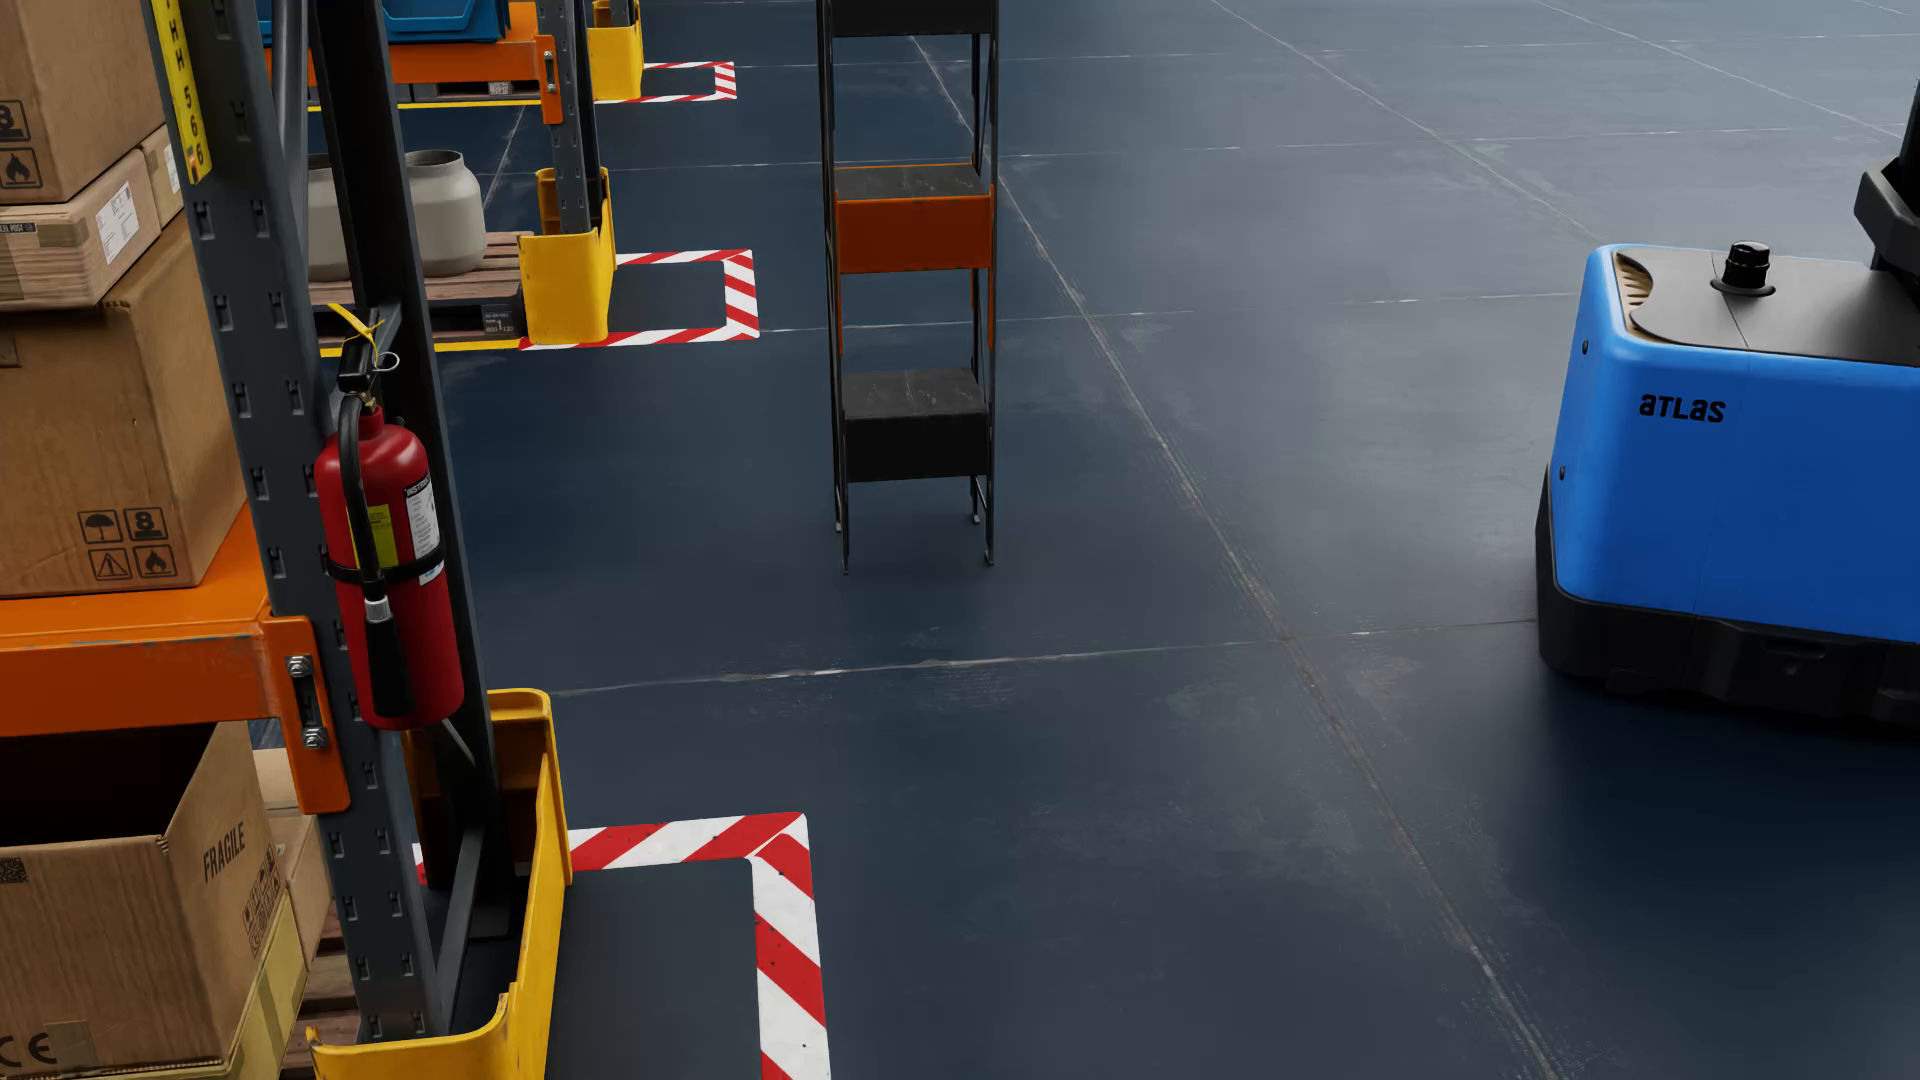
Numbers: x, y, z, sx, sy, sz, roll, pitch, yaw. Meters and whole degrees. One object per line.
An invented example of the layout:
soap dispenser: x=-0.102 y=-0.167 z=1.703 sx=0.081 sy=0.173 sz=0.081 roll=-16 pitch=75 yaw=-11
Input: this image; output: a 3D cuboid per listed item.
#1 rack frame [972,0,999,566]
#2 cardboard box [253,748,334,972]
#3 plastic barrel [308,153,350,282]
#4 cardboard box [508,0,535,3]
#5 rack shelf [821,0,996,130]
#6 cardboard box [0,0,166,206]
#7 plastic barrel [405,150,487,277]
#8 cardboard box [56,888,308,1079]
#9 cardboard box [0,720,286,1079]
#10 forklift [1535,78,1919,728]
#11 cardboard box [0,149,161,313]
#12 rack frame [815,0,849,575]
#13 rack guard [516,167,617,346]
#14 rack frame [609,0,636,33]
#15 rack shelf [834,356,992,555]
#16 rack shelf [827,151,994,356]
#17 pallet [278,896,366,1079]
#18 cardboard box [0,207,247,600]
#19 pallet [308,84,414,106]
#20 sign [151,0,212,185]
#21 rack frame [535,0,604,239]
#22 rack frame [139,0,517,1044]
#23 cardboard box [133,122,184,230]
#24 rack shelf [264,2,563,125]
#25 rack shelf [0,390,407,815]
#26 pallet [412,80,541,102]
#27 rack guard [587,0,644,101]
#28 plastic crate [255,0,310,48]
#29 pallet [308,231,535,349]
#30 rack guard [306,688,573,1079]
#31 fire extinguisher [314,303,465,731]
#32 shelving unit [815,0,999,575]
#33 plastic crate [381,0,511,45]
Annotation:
rack frame: x=0.078 y=-0.939 z=5.280 sx=0.015 sy=2.100 sz=0.400 roll=-4 pitch=27 yaw=-7
cardboard box: x=-1.650 y=0.707 z=3.639 sx=0.500 sy=0.250 sz=0.500 roll=-4 pitch=27 yaw=-7
plastic barrel: x=-2.912 y=-1.475 z=7.604 sx=0.421 sy=0.512 sz=0.421 roll=0 pitch=27 yaw=0
cardboard box: x=-3.086 y=-3.785 z=12.118 sx=0.500 sy=0.500 sz=0.500 roll=1 pitch=27 yaw=2
rack shelf: x=-0.164 y=-1.534 z=4.937 sx=0.480 sy=0.518 sz=0.431 roll=-4 pitch=27 yaw=-7
cardboard box: x=-1.605 y=-0.858 z=2.606 sx=0.500 sy=0.500 sz=0.700 roll=-4 pitch=27 yaw=-7
plastic barrel: x=-2.416 y=-1.507 z=7.666 sx=0.421 sy=0.512 sz=0.421 roll=0 pitch=27 yaw=0
cardboard box: x=-1.578 y=0.941 z=3.183 sx=0.500 sy=0.250 sz=0.500 roll=-4 pitch=27 yaw=-7
cardboard box: x=-1.578 y=0.608 z=3.010 sx=0.500 sy=0.500 sz=0.500 roll=-4 pitch=27 yaw=-7
forklift: x=3.295 y=-0.897 z=4.287 sx=3.031 sy=2.935 sz=1.130 roll=8 pitch=28 yaw=14
cardboard box: x=-1.440 y=-0.486 z=2.592 sx=0.250 sy=0.149 sz=0.380 roll=-4 pitch=27 yaw=-8
rack frame: x=-0.406 y=-0.908 z=5.220 sx=0.015 sy=2.100 sz=0.400 roll=-4 pitch=27 yaw=-7
rack guard: x=-1.843 y=-1.365 z=7.862 sx=0.348 sy=0.500 sz=1.175 roll=-4 pitch=27 yaw=-7
rack frame: x=-2.465 y=-4.742 z=11.706 sx=0.127 sy=3.000 sz=1.000 roll=-4 pitch=27 yaw=-7
rack shelf: x=-0.164 y=-0.289 z=5.576 sx=0.480 sy=0.518 sz=0.431 roll=-4 pitch=27 yaw=-7
rack shelf: x=-0.164 y=-0.912 z=5.256 sx=0.480 sy=0.518 sz=0.431 roll=-4 pitch=27 yaw=-7
pallet: x=-1.840 y=1.045 z=3.483 sx=1.213 sy=0.211 sz=1.003 roll=-4 pitch=27 yaw=-7
cardboard box: x=-1.552 y=-0.284 z=2.908 sx=0.500 sy=0.500 sz=0.700 roll=-4 pitch=27 yaw=-7
pallet: x=-4.555 y=-3.385 z=12.116 sx=1.213 sy=0.211 sz=1.003 roll=-4 pitch=27 yaw=-7
sign: x=-1.027 y=-0.638 z=2.180 sx=0.005 sy=0.325 sz=0.100 roll=-4 pitch=27 yaw=-7
rack frame: x=-1.775 y=-2.503 z=7.342 sx=0.127 sy=3.000 sz=1.000 roll=-4 pitch=27 yaw=-7
rack frame: x=-1.088 y=-0.264 z=2.978 sx=0.127 sy=3.000 sz=1.000 roll=-4 pitch=27 yaw=-7
cardboard box: x=-1.507 y=-0.669 z=2.948 sx=0.250 sy=0.149 sz=0.380 roll=-4 pitch=27 yaw=-7
rack shelf: x=-3.755 y=-2.056 z=7.259 sx=4.000 sy=0.370 sz=1.077 roll=-4 pitch=27 yaw=-7
rack shelf: x=-3.069 y=0.184 z=2.894 sx=4.000 sy=0.370 sz=1.077 roll=-4 pitch=27 yaw=-7
pallet: x=-3.349 y=-3.461 z=12.264 sx=1.213 sy=0.211 sz=1.003 roll=-4 pitch=27 yaw=-7
rack guard: x=-2.540 y=-3.625 z=12.267 sx=0.348 sy=0.500 sz=1.175 roll=-4 pitch=27 yaw=-7
plastic crate: x=-2.873 y=-2.231 z=6.975 sx=0.408 sy=0.251 sz=0.499 roll=-4 pitch=27 yaw=-7
pallet: x=-2.649 y=-1.187 z=7.832 sx=1.213 sy=0.211 sz=1.003 roll=-4 pitch=27 yaw=-7
rack guard: x=-1.065 y=0.847 z=3.552 sx=0.348 sy=0.500 sz=1.175 roll=-4 pitch=27 yaw=-7
fire extinguisher: x=-0.907 y=-0.027 z=2.601 sx=0.183 sy=0.674 sz=0.296 roll=-4 pitch=27 yaw=-7
shelving unit: x=-0.164 y=-0.924 z=5.250 sx=0.503 sy=2.100 sz=0.431 roll=-4 pitch=27 yaw=-7
plastic crate: x=-2.229 y=-2.270 z=7.051 sx=0.616 sy=0.251 sz=0.499 roll=-4 pitch=27 yaw=-7
